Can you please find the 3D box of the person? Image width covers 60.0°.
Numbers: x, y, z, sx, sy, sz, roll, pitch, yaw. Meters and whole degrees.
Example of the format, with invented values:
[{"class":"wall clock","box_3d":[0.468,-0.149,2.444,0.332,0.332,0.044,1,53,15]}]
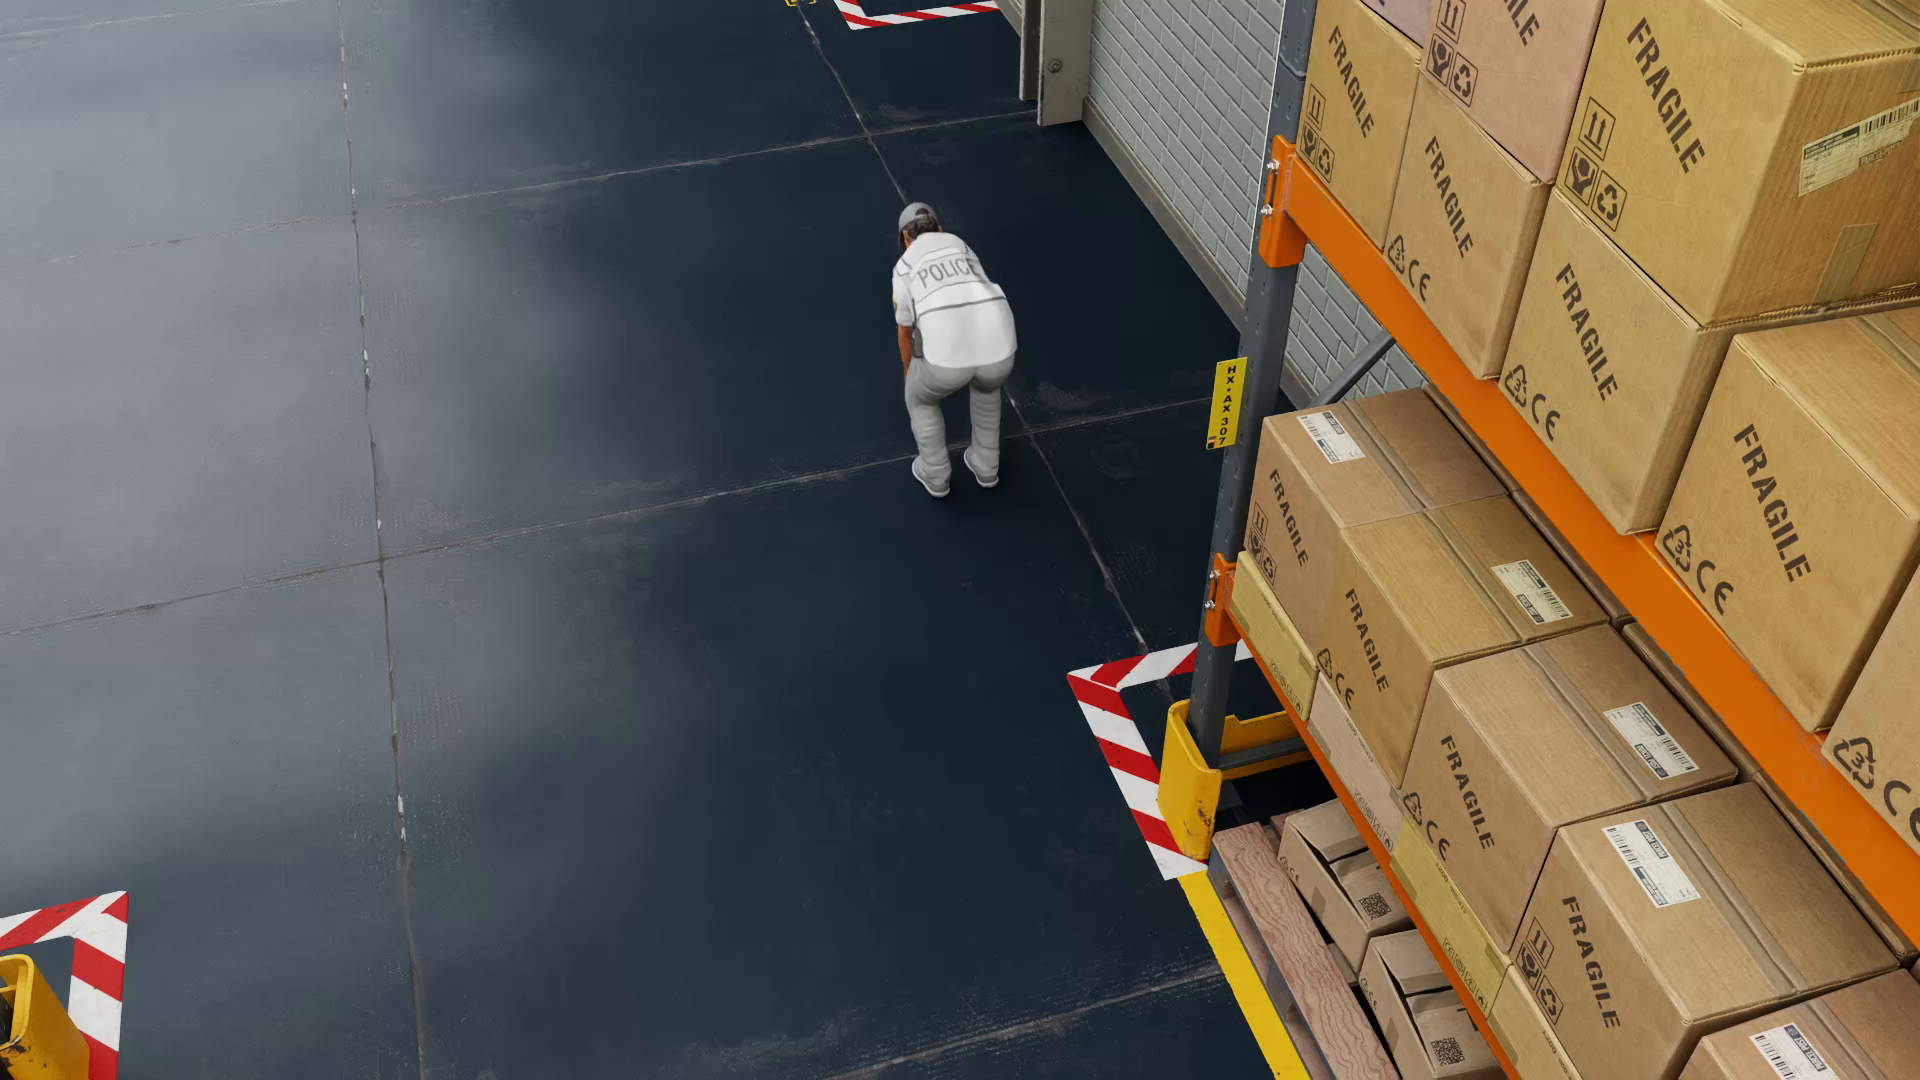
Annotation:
[{"class":"person","box_3d":[-0.070,-0.814,7.431,0.459,1.152,0.935,-13,44,-14]}]
